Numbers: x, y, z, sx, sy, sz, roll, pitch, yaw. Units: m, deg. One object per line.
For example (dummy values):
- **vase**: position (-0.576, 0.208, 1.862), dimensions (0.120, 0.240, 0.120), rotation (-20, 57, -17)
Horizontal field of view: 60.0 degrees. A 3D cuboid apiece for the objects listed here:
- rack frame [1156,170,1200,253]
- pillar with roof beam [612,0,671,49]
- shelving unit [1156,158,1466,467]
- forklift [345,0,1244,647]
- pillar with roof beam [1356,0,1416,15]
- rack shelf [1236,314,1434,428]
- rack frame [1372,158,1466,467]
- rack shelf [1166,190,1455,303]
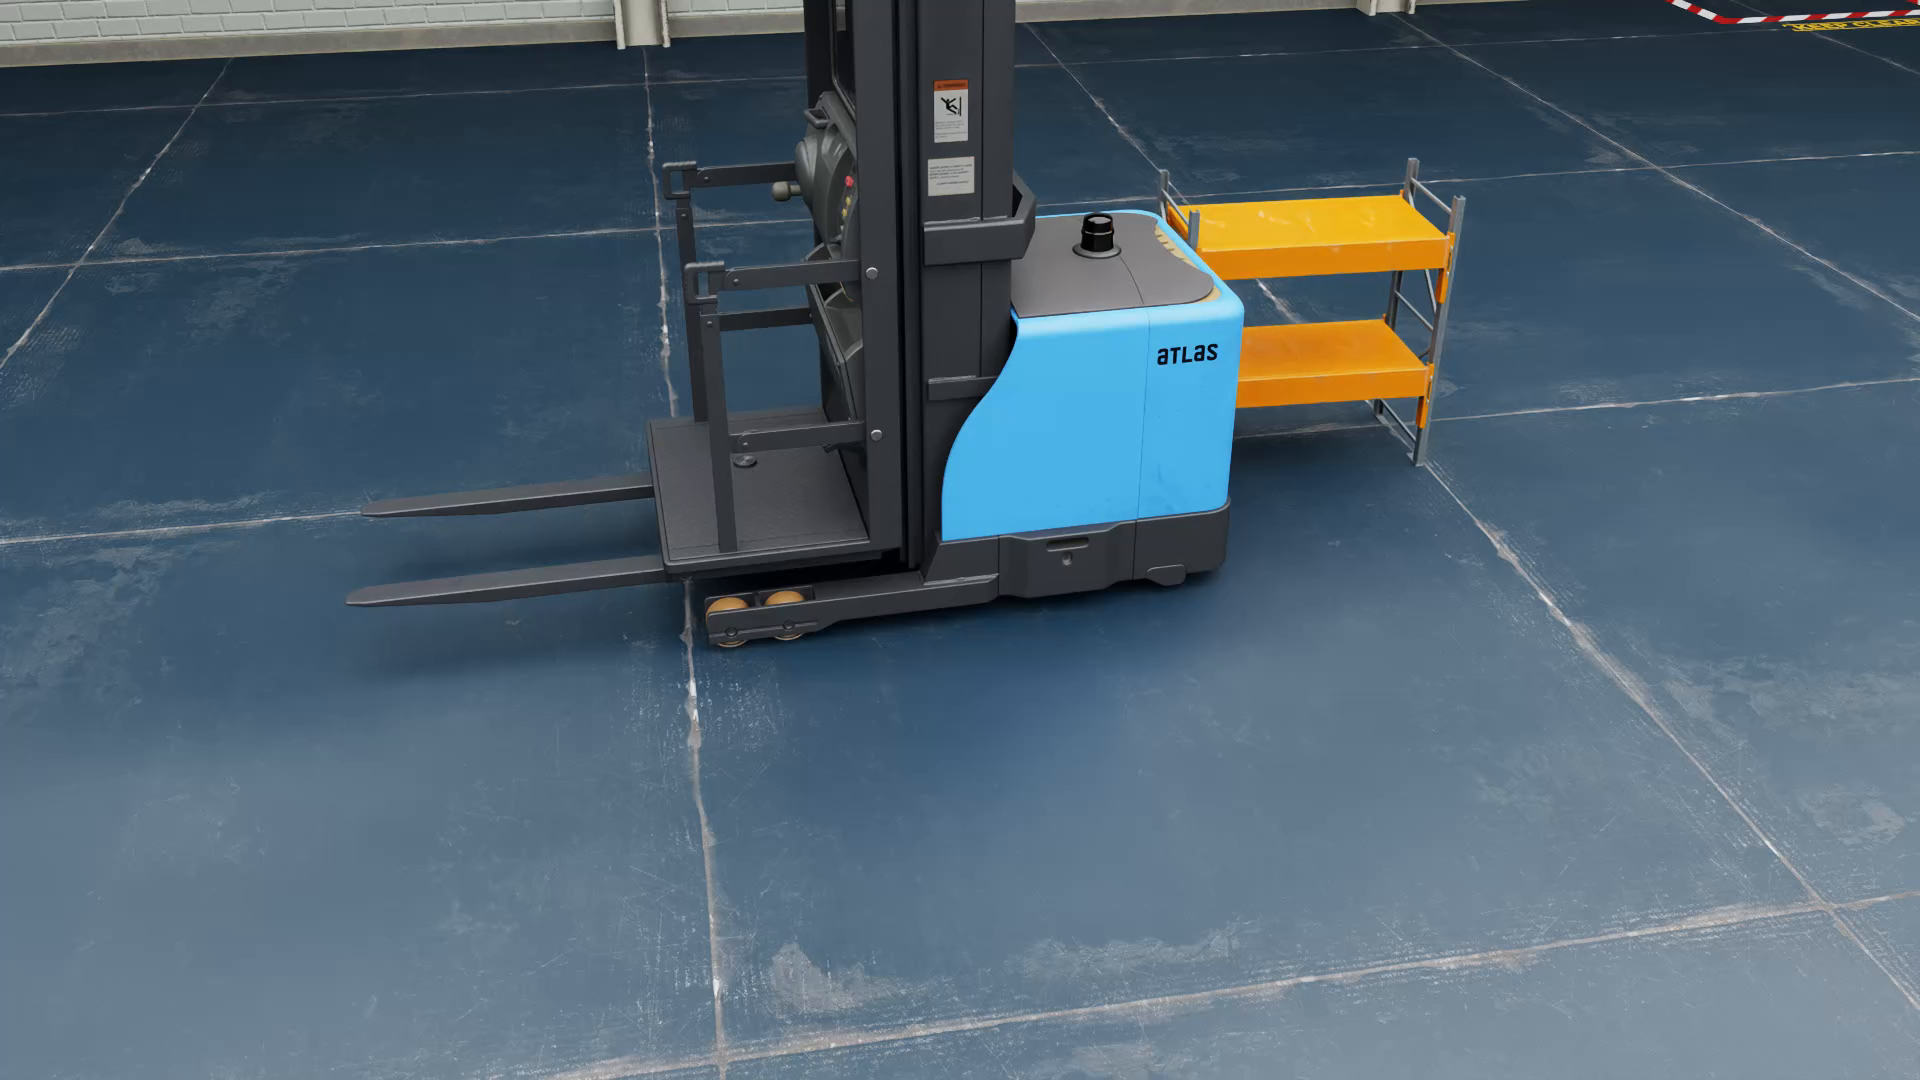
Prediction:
- **rack frame**: position (0.827, -0.834, 6.559), dimensions (0.032, 1.125, 0.500), rotation (-4, 31, -7)
- **pillar with roof beam**: position (-1.642, -5.533, 6.782), dimensions (0.400, 9.000, 9.100), rotation (-5, 31, -9)
- **shelving unit**: position (1.330, -0.871, 6.622), dimensions (1.048, 1.125, 0.538), rotation (-4, 31, -7)
- **forklift**: position (-0.614, -1.194, 5.389), dimensions (3.031, 2.935, 1.130), rotation (-6, 31, -11)
- **pillar with roof beam**: position (4.259, -6.081, 7.714), dimensions (0.400, 9.000, 9.100), rotation (-5, 31, -9)
- **rack shelf**: position (1.330, -0.661, 6.746), dimensions (1.000, 0.278, 0.538), rotation (-4, 31, -7)
- **rack frame**: position (1.833, -0.909, 6.685), dimensions (0.032, 1.125, 0.500), rotation (-4, 31, -7)
- **rack shelf**: position (1.330, -1.124, 6.474), dimensions (1.000, 0.278, 0.538), rotation (-4, 31, -7)
